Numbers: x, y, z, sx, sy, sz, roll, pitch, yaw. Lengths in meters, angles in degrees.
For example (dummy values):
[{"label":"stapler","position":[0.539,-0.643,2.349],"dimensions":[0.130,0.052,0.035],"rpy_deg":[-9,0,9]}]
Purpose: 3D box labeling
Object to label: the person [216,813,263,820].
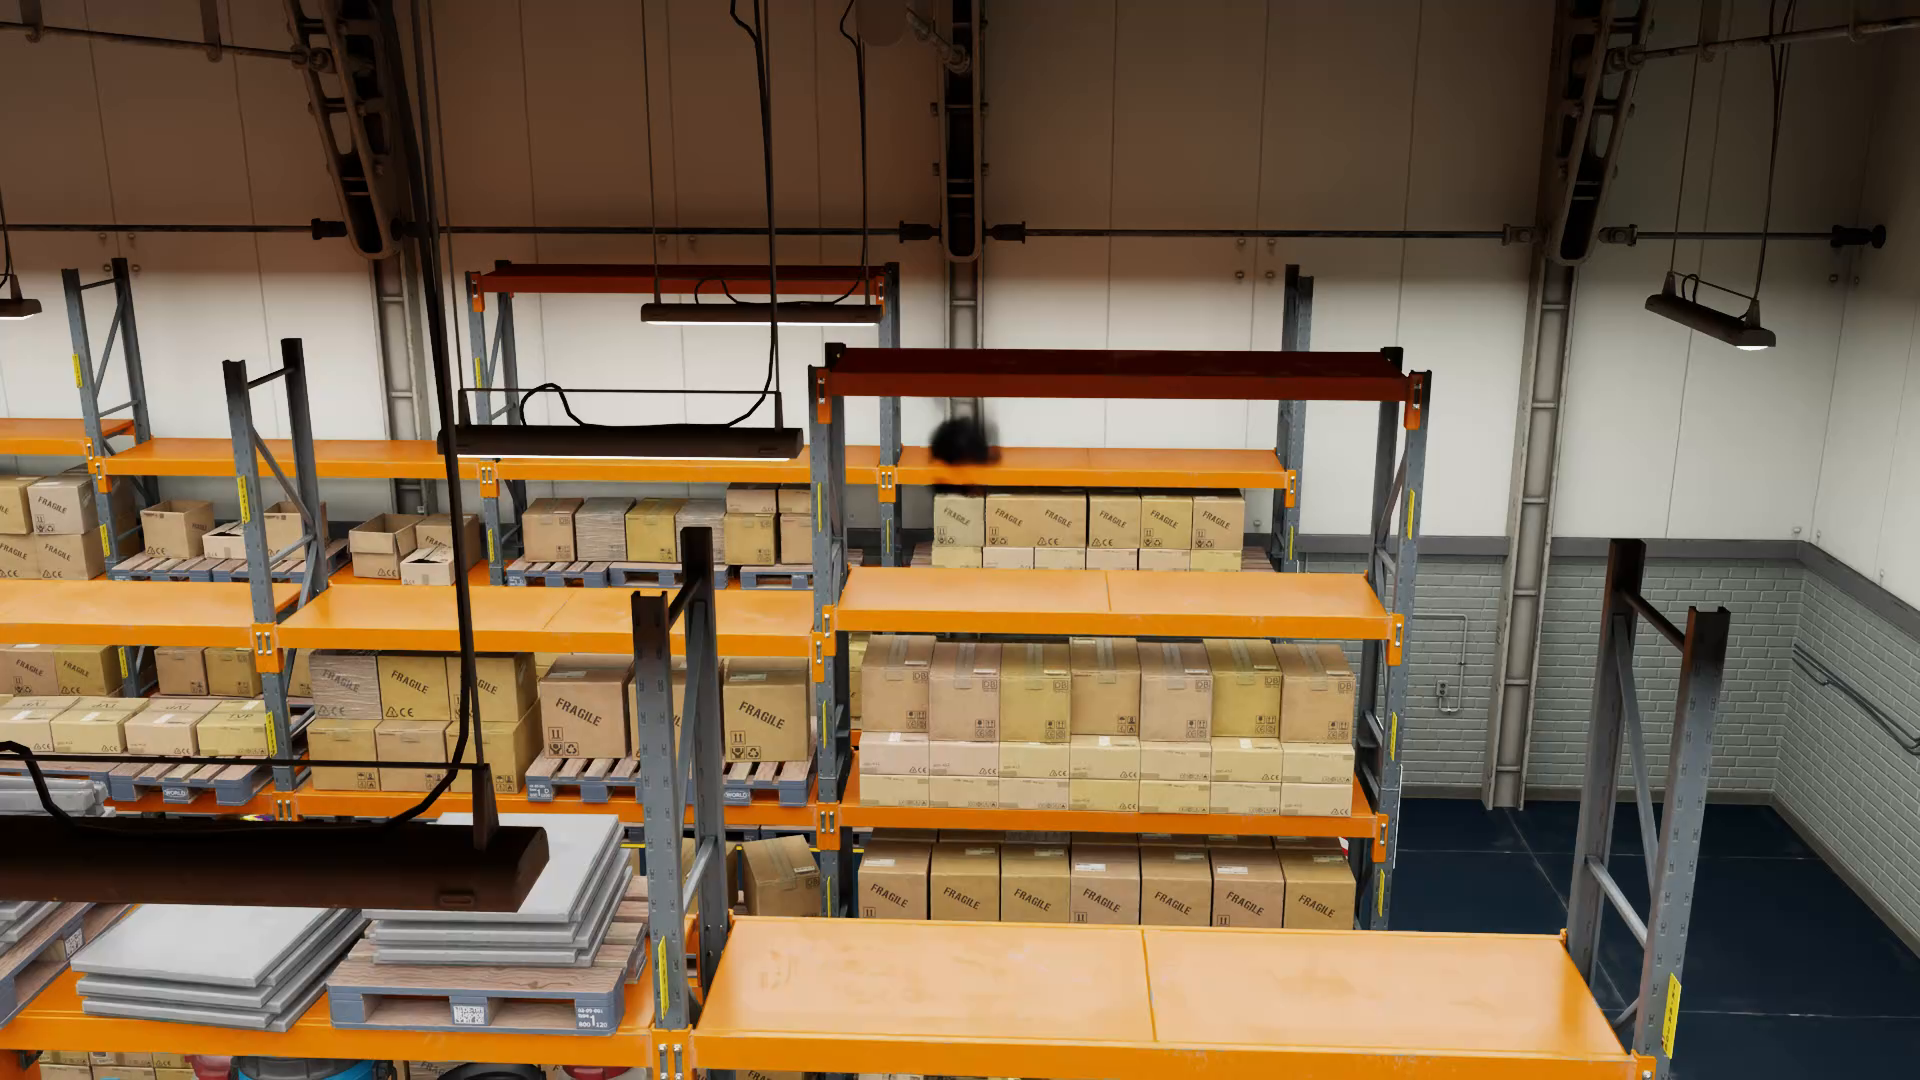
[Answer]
[{"label":"person","position":[-6.400,3.082,14.825],"dimensions":[0.827,1.767,0.701],"rpy_deg":[1,16,4]}]
